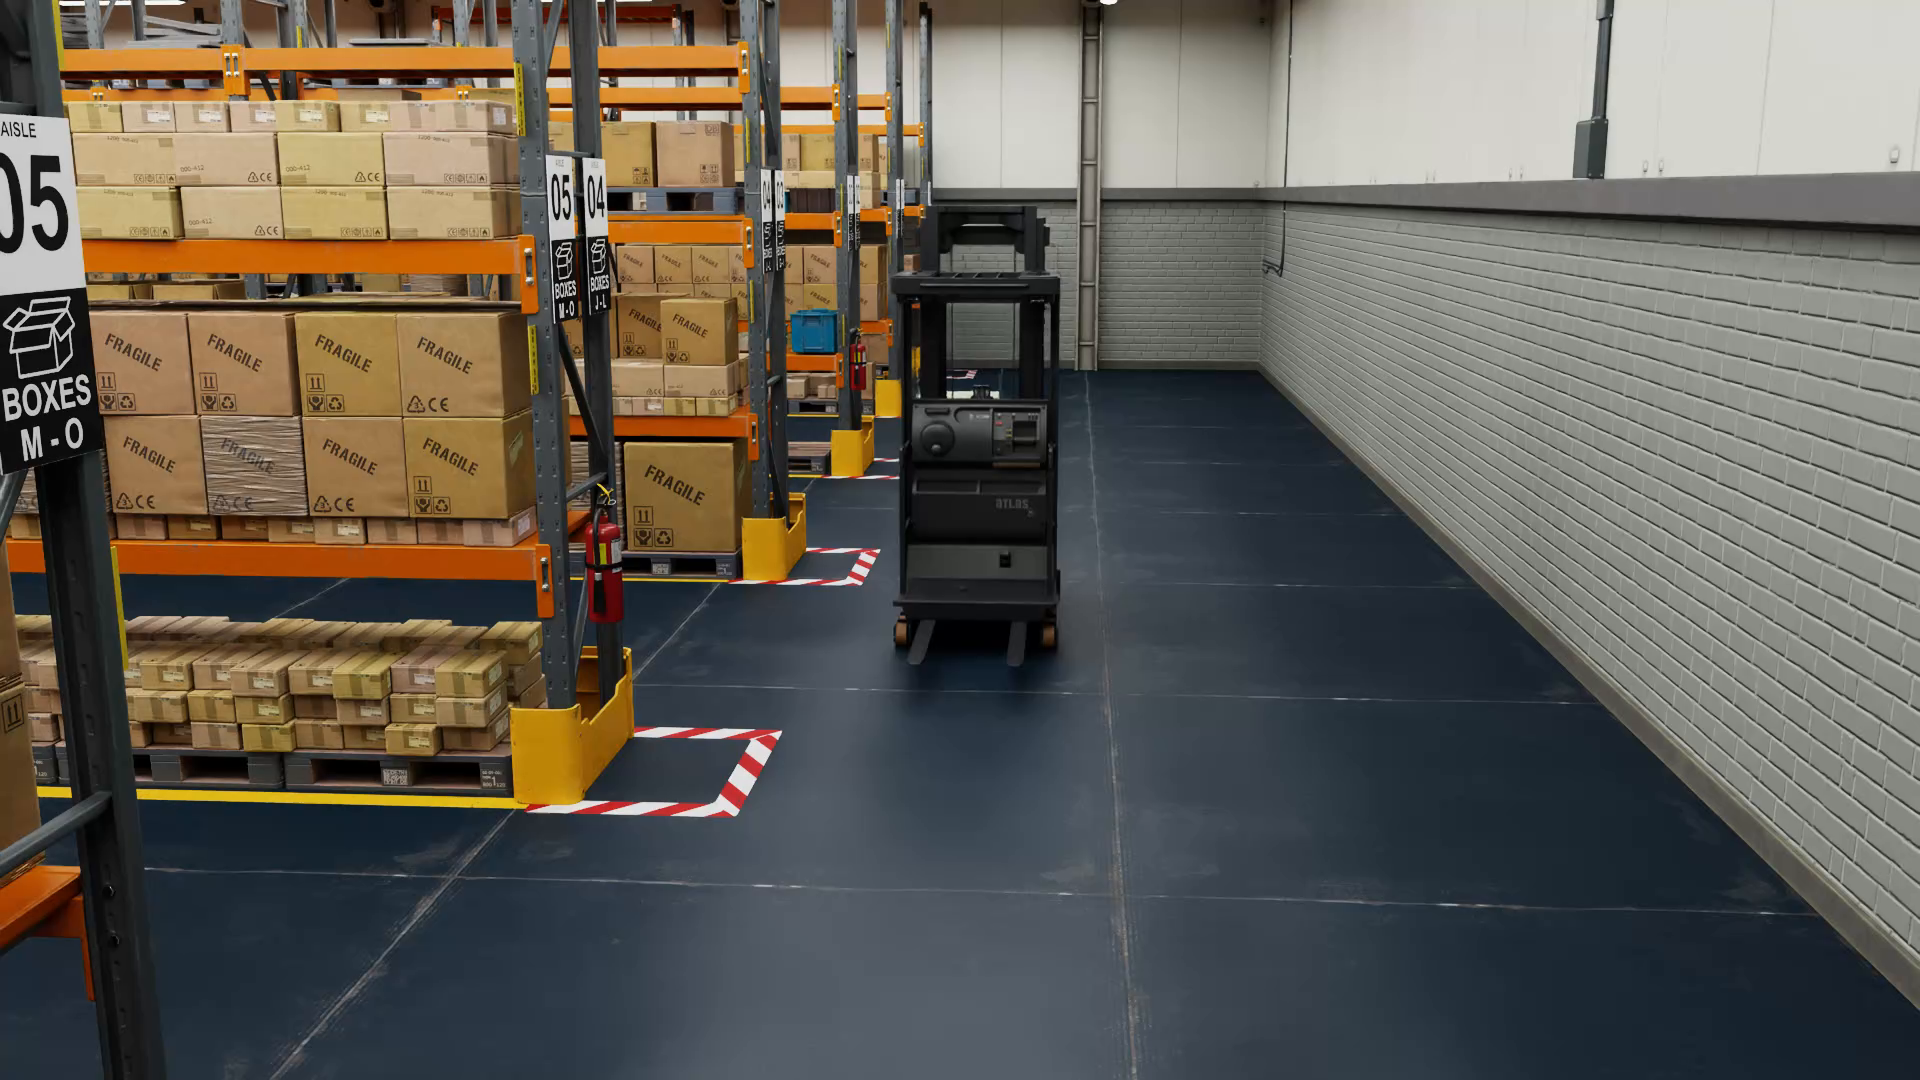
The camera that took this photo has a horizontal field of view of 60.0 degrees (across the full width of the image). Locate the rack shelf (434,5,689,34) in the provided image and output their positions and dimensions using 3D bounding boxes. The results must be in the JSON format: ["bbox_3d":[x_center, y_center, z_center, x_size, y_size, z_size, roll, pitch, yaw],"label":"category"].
[{"bbox_3d":[-6.544,-8.592,27.506,4.000,0.370,1.077,1,12,4],"label":"rack shelf"}]

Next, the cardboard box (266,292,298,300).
[{"bbox_3d":[-9.746,-3.405,23.937,0.500,0.311,0.500,1,12,3],"label":"cardboard box"}]

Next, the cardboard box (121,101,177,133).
[{"bbox_3d":[-3.868,-2.056,8.118,0.250,0.149,0.380,0,12,2],"label":"cardboard box"}]

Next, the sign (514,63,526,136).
[{"bbox_3d":[-2.039,-2.040,7.706,0.005,0.325,0.100,1,12,4],"label":"sign"}]

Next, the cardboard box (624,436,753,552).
[{"bbox_3d":[-2.194,-0.421,13.620,0.875,0.875,0.875,1,12,4],"label":"cardboard box"}]

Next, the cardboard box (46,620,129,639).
[{"bbox_3d":[-4.841,0.561,9.245,0.250,0.149,0.380,1,12,6],"label":"cardboard box"}]

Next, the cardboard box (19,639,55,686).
[{"bbox_3d":[-4.855,0.648,8.830,0.250,0.149,0.380,0,12,2],"label":"cardboard box"}]

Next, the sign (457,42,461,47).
[{"bbox_3d":[-5.249,-5.052,17.451,0.005,0.325,0.100,1,12,4],"label":"sign"}]

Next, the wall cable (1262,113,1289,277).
[{"bbox_3d":[5.062,-5.565,26.980,0.112,2.526,3.097,1,12,4],"label":"wall cable"}]

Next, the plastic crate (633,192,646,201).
[{"bbox_3d":[-3.410,-3.779,18.471,0.530,0.282,0.437,1,12,4],"label":"plastic crate"}]

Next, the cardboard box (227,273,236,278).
[{"bbox_3d":[-12.985,-4.816,28.951,0.500,0.500,0.500,1,12,2],"label":"cardboard box"}]

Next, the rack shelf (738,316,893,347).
[{"bbox_3d":[-2.880,-2.962,23.361,4.000,0.370,1.077,1,12,4],"label":"rack shelf"}]

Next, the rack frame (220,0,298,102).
[{"bbox_3d":[-5.541,-4.255,13.130,0.127,3.000,1.000,1,12,4],"label":"rack frame"}]

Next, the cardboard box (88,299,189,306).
[{"bbox_3d":[-4.460,-1.023,8.921,0.500,0.500,0.500,1,12,5],"label":"cardboard box"}]

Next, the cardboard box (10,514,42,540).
[{"bbox_3d":[-4.662,-0.110,8.580,0.250,0.149,0.380,1,12,5],"label":"cardboard box"}]

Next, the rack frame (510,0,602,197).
[{"bbox_3d":[-1.982,-3.188,8.031,0.127,3.000,1.000,1,12,4],"label":"rack frame"}]

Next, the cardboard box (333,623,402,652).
[{"bbox_3d":[-3.261,0.575,9.176,0.250,0.149,0.380,0,12,1],"label":"cardboard box"}]

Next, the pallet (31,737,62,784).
[{"bbox_3d":[-5.301,1.061,9.182,1.213,0.211,1.003,1,12,4],"label":"pallet"}]

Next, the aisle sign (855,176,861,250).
[{"bbox_3d":[-1.127,-3.607,18.339,0.004,0.787,0.394,1,12,4],"label":"aisle sign"}]

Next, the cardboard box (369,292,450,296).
[{"bbox_3d":[-4.565,-1.798,13.846,0.500,0.500,0.500,1,12,4],"label":"cardboard box"}]

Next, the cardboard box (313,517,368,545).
[{"bbox_3d":[-3.080,-0.085,8.464,0.250,0.149,0.380,1,12,5],"label":"cardboard box"}]

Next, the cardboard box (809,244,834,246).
[{"bbox_3d":[-1.832,-3.891,23.357,0.500,0.500,0.500,1,12,4],"label":"cardboard box"}]

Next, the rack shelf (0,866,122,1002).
[{"bbox_3d":[-4.208,1.086,4.008,4.000,0.370,1.077,1,12,4],"label":"rack shelf"}]

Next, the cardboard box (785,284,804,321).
[{"bbox_3d":[-2.365,-3.301,22.978,0.500,0.500,0.500,1,12,4],"label":"cardboard box"}]

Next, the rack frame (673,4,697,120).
[{"bbox_3d":[-4.548,-7.290,27.642,0.127,3.000,1.000,1,12,4],"label":"rack frame"}]

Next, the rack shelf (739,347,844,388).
[{"bbox_3d":[-3.215,-1.951,18.524,4.000,0.370,1.077,1,12,4],"label":"rack shelf"}]

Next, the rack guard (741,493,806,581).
[{"bbox_3d":[-1.526,-0.040,13.737,0.348,0.500,1.175,1,12,4],"label":"rack guard"}]

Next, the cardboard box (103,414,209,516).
[{"bbox_3d":[-3.965,-0.422,8.487,0.500,0.500,0.500,1,12,7],"label":"cardboard box"}]

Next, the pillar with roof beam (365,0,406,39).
[{"bbox_3d":[-10.066,-6.660,24.629,0.548,9.000,9.100,1,12,4],"label":"pillar with roof beam"}]

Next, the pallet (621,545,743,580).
[{"bbox_3d":[-2.353,0.107,13.744,1.213,0.211,1.003,1,12,4],"label":"pallet"}]

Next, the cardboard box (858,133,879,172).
[{"bbox_3d":[-1.398,-5.297,22.755,0.500,0.500,0.700,1,12,4],"label":"cardboard box"}]

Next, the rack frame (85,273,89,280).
[{"bbox_3d":[-12.858,-3.451,23.942,0.127,3.000,1.000,1,12,4],"label":"rack frame"}]

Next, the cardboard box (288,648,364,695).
[{"bbox_3d":[-3.295,0.682,8.664,0.250,0.149,0.380,0,12,1],"label":"cardboard box"}]

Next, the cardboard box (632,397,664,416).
[{"bbox_3d":[-2.439,-1.085,13.243,0.250,0.149,0.380,1,12,4],"label":"cardboard box"}]

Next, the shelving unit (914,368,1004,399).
[{"bbox_3d":[-0.007,-0.734,14.615,0.755,1.500,0.431,1,12,4],"label":"shelving unit"}]

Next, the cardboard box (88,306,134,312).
[{"bbox_3d":[-4.521,-0.917,8.414,0.500,0.500,0.500,1,12,5],"label":"cardboard box"}]

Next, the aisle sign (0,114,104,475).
[{"bbox_3d":[-2.121,-0.570,3.816,0.004,0.787,0.394,1,12,4],"label":"aisle sign"}]

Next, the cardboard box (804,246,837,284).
[{"bbox_3d":[-1.851,-3.782,22.837,0.500,0.500,0.500,1,12,5],"label":"cardboard box"}]

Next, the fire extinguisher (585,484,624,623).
[{"bbox_3d":[-1.762,0.067,8.224,0.183,0.674,0.296,1,12,4],"label":"fire extinguisher"}]

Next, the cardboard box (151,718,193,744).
[{"bbox_3d":[-4.067,0.952,8.830,0.250,0.149,0.380,1,12,5],"label":"cardboard box"}]

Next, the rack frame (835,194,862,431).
[{"bbox_3d":[-1.219,-2.275,18.319,0.127,3.000,1.000,1,12,4],"label":"rack frame"}]

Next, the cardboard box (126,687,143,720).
[{"bbox_3d":[-4.340,0.819,8.739,0.250,0.149,0.380,1,12,3],"label":"cardboard box"}]

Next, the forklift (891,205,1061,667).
[{"bbox_3d":[0.125,-0.768,11.283,1.130,2.935,3.031,1,12,4],"label":"forklift"}]

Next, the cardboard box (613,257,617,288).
[{"bbox_3d":[-5.535,-4.518,28.021,0.500,0.500,0.500,1,12,4],"label":"cardboard box"}]

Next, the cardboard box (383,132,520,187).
[{"bbox_3d":[-2.459,-1.845,8.083,0.500,0.250,0.500,0,12,2],"label":"cardboard box"}]

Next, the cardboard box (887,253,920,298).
[{"bbox_3d":[-1.067,-4.451,27.988,0.700,0.700,0.980,1,12,6],"label":"cardboard box"}]

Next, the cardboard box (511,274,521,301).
[{"bbox_3d":[-6.024,-3.645,23.598,0.500,0.500,0.700,3,12,13],"label":"cardboard box"}]

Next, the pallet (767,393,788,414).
[{"bbox_3d":[-2.970,-1.951,23.581,1.213,0.211,1.003,1,12,4],"label":"pallet"}]

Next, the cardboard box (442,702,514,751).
[{"bbox_3d":[-2.522,0.974,8.724,0.250,0.149,0.380,1,12,5],"label":"cardboard box"}]

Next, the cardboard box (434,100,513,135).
[{"bbox_3d":[-2.334,-2.031,7.996,0.250,0.149,0.380,1,12,3],"label":"cardboard box"}]

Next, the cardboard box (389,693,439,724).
[{"bbox_3d":[-2.785,0.829,8.689,0.250,0.149,0.380,1,12,2],"label":"cardboard box"}]

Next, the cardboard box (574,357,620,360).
[{"bbox_3d":[-3.031,-1.411,13.826,0.500,0.250,0.500,0,12,2],"label":"cardboard box"}]

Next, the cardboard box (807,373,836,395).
[{"bbox_3d":[-1.907,-2.229,23.738,0.500,0.250,0.500,1,12,4],"label":"cardboard box"}]

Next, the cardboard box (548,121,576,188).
[{"bbox_3d":[-3.145,-3.061,13.234,0.500,0.500,0.700,0,12,0],"label":"cardboard box"}]
